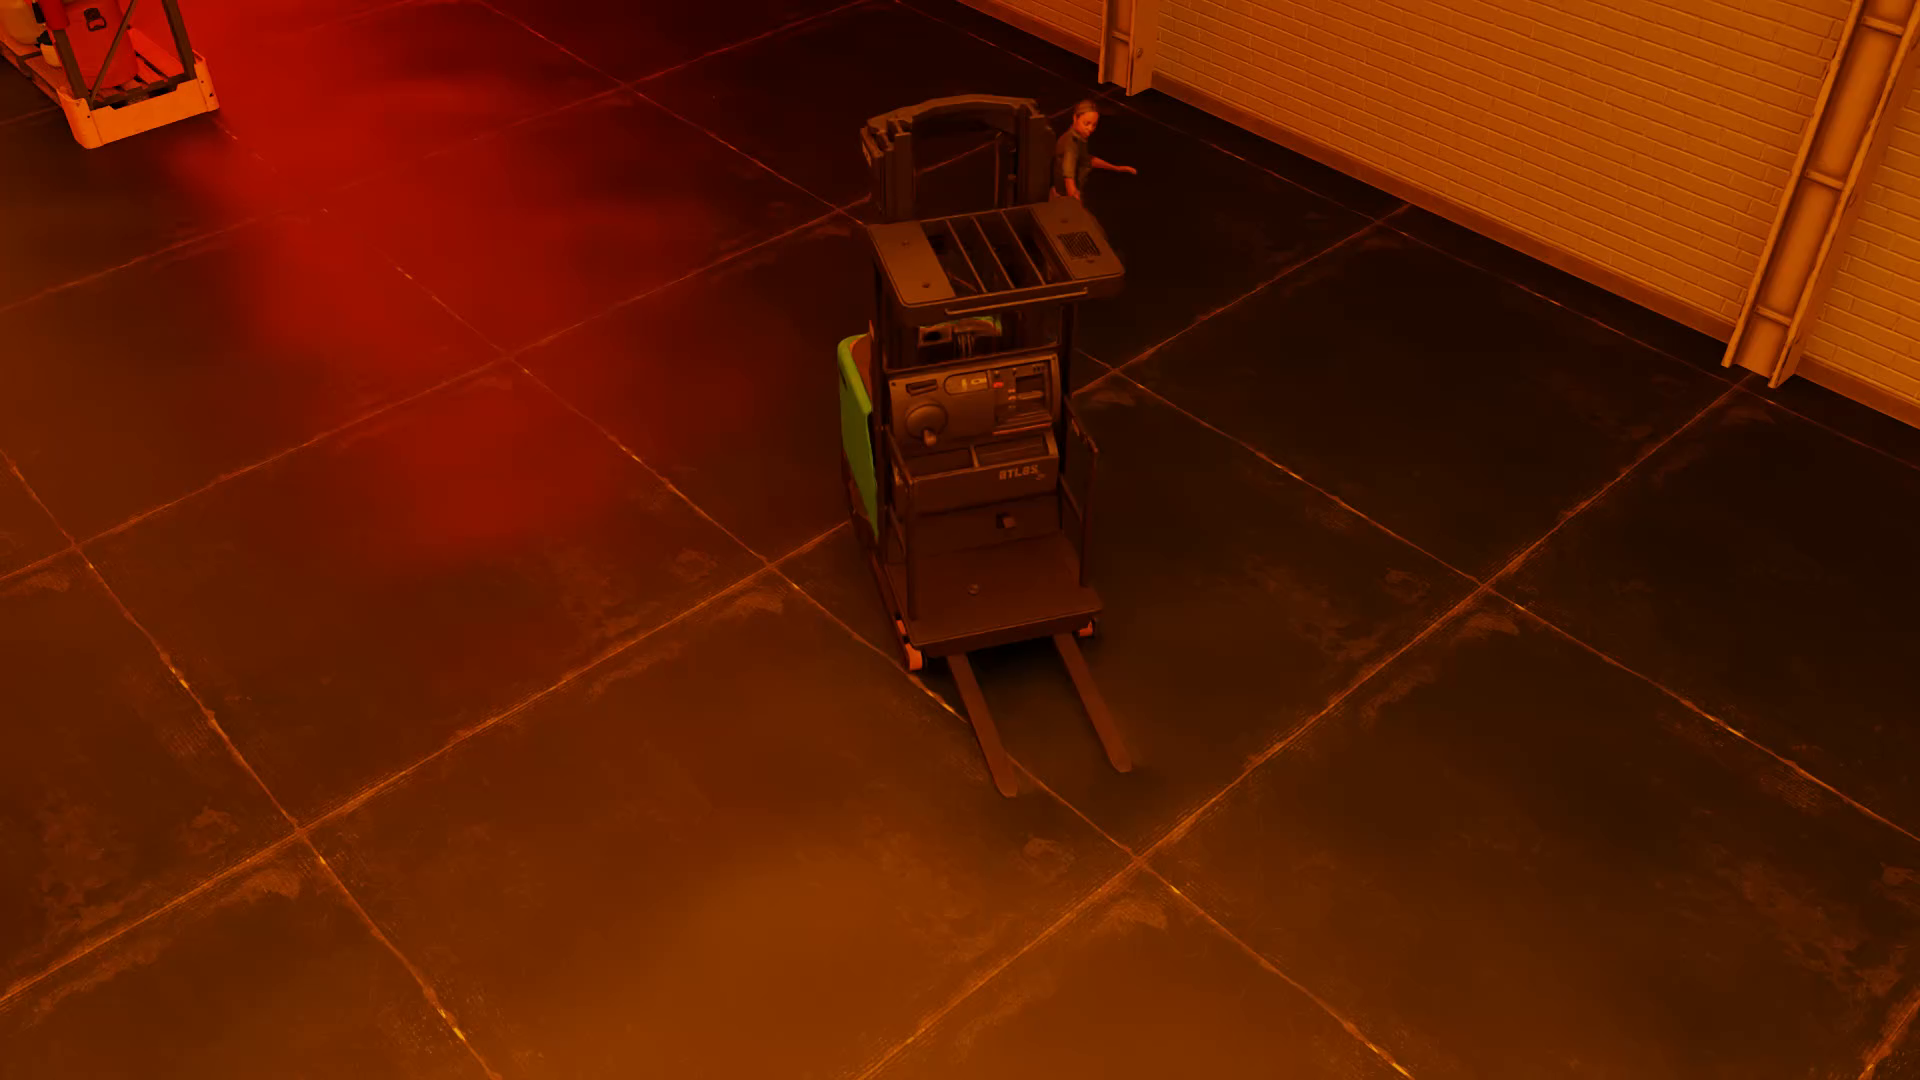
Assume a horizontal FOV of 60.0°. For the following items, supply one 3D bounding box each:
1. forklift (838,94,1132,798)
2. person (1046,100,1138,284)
[{"bbox_3d":[0.143,-0.663,8.678,1.130,2.935,3.031,-10,42,-12],"label":"forklift"},{"bbox_3d":[0.909,-2.325,11.697,0.817,1.530,0.785,-12,42,-13],"label":"person"}]
